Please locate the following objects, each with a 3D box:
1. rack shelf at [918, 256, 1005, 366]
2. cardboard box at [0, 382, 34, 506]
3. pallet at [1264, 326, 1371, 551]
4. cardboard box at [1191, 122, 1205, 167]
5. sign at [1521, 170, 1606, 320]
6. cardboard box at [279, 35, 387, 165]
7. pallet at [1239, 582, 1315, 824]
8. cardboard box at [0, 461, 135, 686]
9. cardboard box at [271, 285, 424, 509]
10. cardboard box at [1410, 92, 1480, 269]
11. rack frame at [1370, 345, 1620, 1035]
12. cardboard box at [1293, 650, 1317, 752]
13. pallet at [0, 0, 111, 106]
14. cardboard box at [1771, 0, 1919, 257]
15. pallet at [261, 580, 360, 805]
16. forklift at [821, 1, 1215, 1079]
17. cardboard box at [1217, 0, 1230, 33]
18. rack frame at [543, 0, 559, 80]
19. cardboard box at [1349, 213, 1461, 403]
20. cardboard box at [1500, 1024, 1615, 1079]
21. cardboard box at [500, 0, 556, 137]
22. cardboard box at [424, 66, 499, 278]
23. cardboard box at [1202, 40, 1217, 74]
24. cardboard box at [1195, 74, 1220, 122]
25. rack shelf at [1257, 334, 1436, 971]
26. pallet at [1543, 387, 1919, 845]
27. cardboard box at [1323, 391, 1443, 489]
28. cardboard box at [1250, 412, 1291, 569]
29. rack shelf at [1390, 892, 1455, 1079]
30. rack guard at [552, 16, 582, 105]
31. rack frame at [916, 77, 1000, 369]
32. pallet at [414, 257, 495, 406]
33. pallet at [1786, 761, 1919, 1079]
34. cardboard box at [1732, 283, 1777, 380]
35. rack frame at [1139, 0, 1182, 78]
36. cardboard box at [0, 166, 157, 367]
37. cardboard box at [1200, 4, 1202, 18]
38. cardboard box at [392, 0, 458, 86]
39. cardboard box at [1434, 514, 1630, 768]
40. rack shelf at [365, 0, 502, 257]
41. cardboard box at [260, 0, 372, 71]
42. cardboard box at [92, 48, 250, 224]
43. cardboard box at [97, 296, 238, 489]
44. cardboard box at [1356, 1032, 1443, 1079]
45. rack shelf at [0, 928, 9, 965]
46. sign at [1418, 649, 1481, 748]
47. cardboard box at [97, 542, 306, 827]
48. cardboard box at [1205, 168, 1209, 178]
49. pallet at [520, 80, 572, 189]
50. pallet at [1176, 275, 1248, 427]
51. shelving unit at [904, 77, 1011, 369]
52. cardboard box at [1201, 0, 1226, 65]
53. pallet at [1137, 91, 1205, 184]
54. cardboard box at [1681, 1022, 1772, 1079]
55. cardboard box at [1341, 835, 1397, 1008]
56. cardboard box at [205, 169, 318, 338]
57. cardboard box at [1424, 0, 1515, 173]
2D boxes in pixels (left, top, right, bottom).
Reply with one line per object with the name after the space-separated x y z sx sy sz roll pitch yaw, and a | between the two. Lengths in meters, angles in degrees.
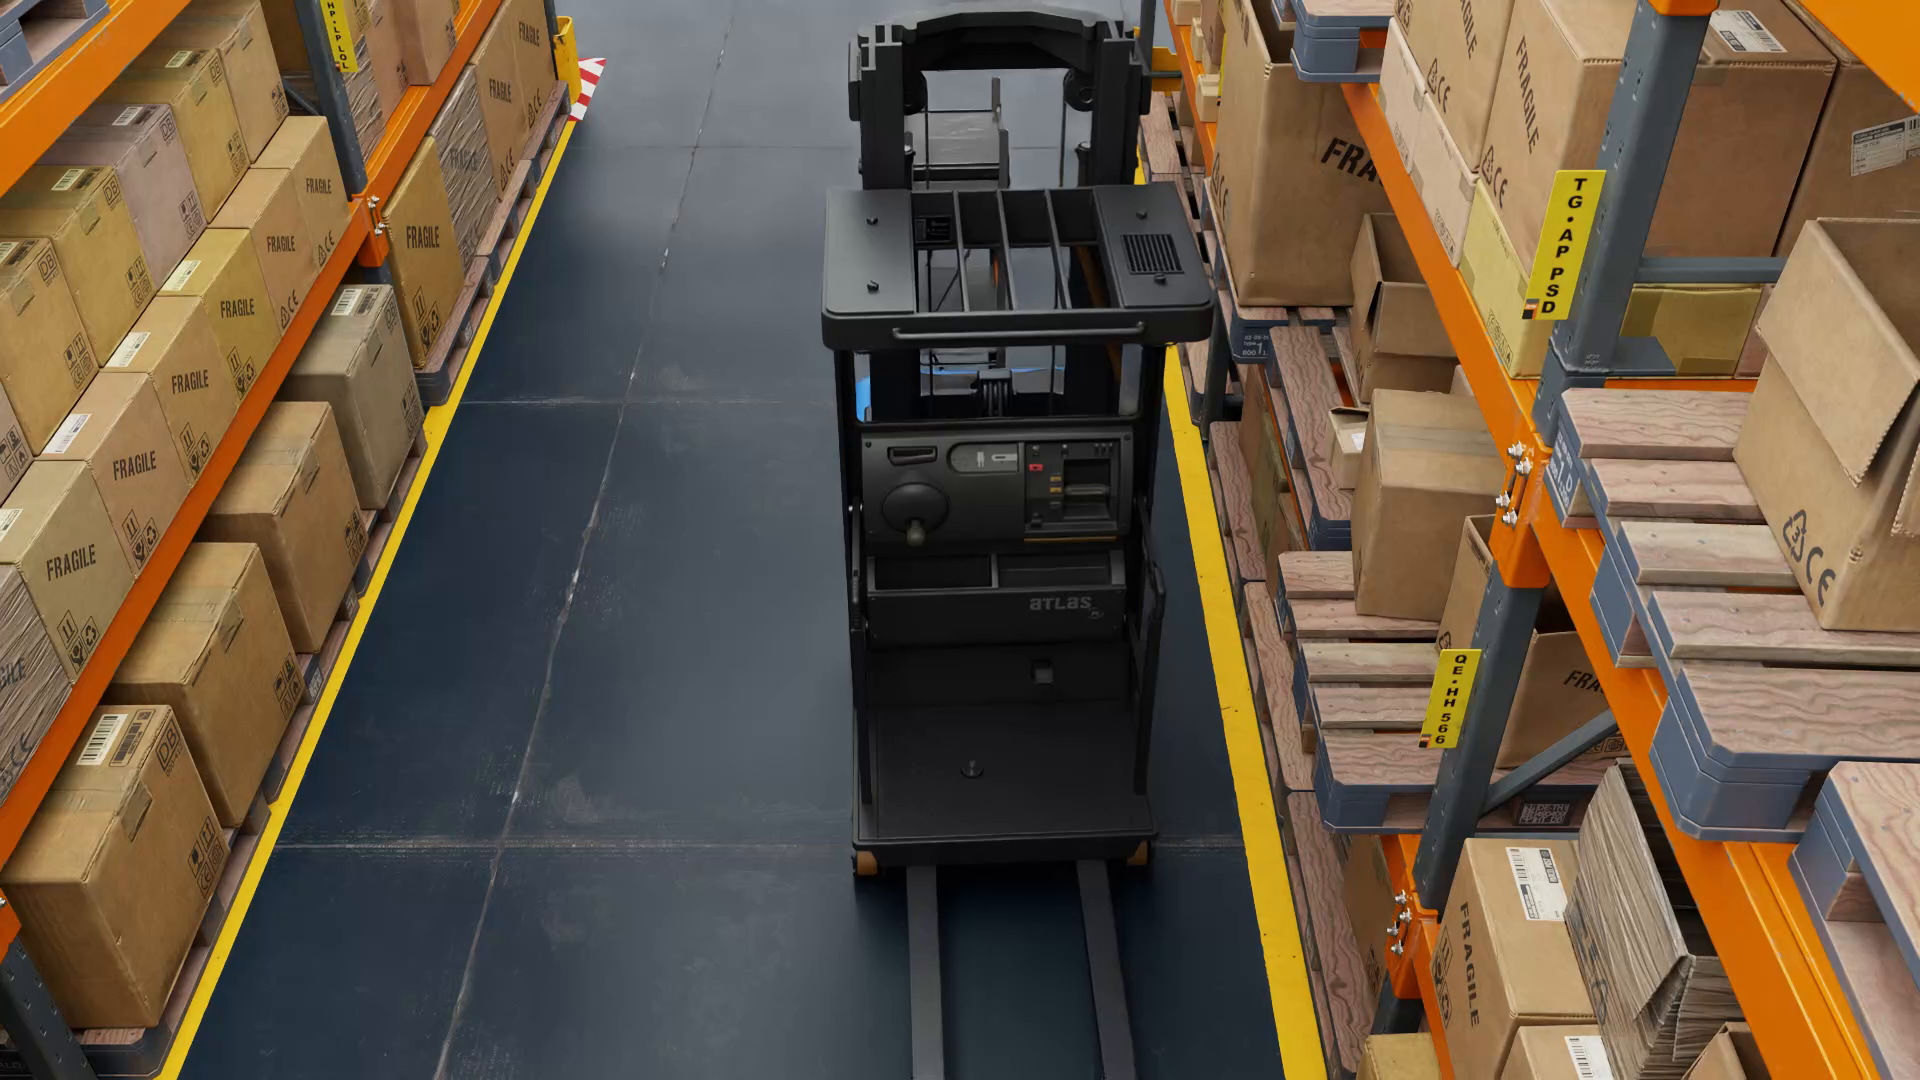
-0.026 -0.881 7.192 0.431 0.518 0.480 -2 39 -2 | rack shelf
-3.228 -0.286 4.828 0.700 0.500 0.500 -1 39 -1 | cardboard box
1.681 -0.363 5.958 1.003 0.211 1.213 0 39 0 | pallet
1.734 -2.627 10.292 0.500 0.500 0.500 10 40 12 | cardboard box
1.182 -0.573 3.254 0.100 0.325 0.005 0 39 0 | sign
-3.253 -2.050 7.790 0.875 0.550 0.550 0 39 0 | cardboard box
1.726 0.639 6.784 1.003 0.211 1.213 0 39 0 | pallet
-2.970 0.103 5.143 0.500 0.500 0.500 0 39 0 | cardboard box
-3.150 -0.659 7.637 1.050 0.750 0.750 0 39 0 | cardboard box
1.464 -0.919 4.220 0.500 0.250 0.500 0 39 0 | cardboard box
1.724 0.800 4.353 1.000 3.000 0.127 0 39 0 | rack frame
1.683 0.483 6.395 0.700 0.500 0.500 3 39 4 | cardboard box
-3.294 -1.458 4.923 1.003 0.211 1.213 2 39 2 | pallet
1.981 -0.899 3.594 0.500 0.500 0.500 0 39 0 | cardboard box
-3.160 0.574 6.864 1.003 0.211 1.213 0 39 0 | pallet
0.143 -0.107 5.539 1.130 2.935 3.031 -2 39 -2 | forklift
1.444 -2.528 7.388 0.500 0.500 0.500 0 39 0 | cardboard box
-3.245 -4.262 10.670 1.000 3.000 0.127 0 39 0 | rack frame
1.814 -0.822 5.958 0.797 0.503 0.637 4 39 5 | cardboard box
1.456 1.388 3.540 0.500 0.500 0.500 -1 39 -1 | cardboard box
-3.178 -3.173 10.674 0.875 0.875 0.875 0 39 0 | cardboard box
-3.176 -2.053 9.276 0.875 0.875 0.875 0 39 0 | cardboard box
1.474 -2.519 8.696 0.380 0.149 0.250 0 39 0 | cardboard box
1.383 -2.207 8.306 0.380 0.149 0.250 0 39 0 | cardboard box
1.722 -0.170 6.139 1.077 0.370 4.000 0 39 0 | rack shelf
1.778 0.106 2.972 1.213 0.211 1.003 2 39 2 | pallet
1.452 -0.354 5.565 0.396 0.266 0.258 -1 39 -1 | cardboard box
1.681 -0.215 7.267 0.700 0.500 0.500 0 39 0 | cardboard box
1.727 2.331 3.017 1.077 0.370 4.000 0 39 0 | rack shelf
-3.245 -3.302 11.471 1.175 0.500 0.348 0 39 0 | rack guard
-0.037 -1.044 7.374 0.400 2.100 0.015 -2 39 -2 | rack frame
-3.163 -1.148 9.014 1.003 0.211 1.213 0 39 0 | pallet
1.782 0.805 2.099 1.003 0.211 1.213 2 39 2 | pallet
1.978 -0.606 3.829 0.500 0.250 0.500 1 39 1 | cardboard box
1.715 -4.203 10.596 1.000 3.000 0.127 0 39 0 | rack frame
-3.232 -0.926 5.628 0.700 0.500 0.500 0 39 0 | cardboard box
1.515 -2.832 9.086 0.380 0.149 0.250 0 39 0 | cardboard box
-3.159 -2.732 8.640 0.875 0.550 0.550 0 39 0 | cardboard box
1.684 0.260 4.612 0.500 0.500 0.500 -5 39 -6 | cardboard box
-3.243 -2.731 9.334 1.077 0.370 4.000 0 39 0 | rack shelf
-3.206 -2.472 7.452 0.875 0.550 0.550 0 39 0 | cardboard box
-3.231 -1.558 6.416 0.700 0.500 0.500 -1 39 -1 | cardboard box
-2.968 -0.524 5.926 0.500 0.500 0.500 0 39 -1 | cardboard box
1.704 1.897 4.348 1.225 0.875 0.875 -2 39 -2 | cardboard box
-3.233 2.272 3.092 1.077 0.370 4.000 0 39 0 | rack shelf
1.182 0.385 4.008 0.100 0.325 0.005 0 39 0 | sign
-3.151 0.527 6.157 1.050 0.750 0.750 1 39 1 | cardboard box
1.672 -1.886 9.368 0.500 0.500 0.500 -3 39 -4 | cardboard box
-3.166 -2.674 10.918 1.003 0.211 1.213 0 39 0 | pallet
1.684 -1.033 8.870 1.003 0.211 1.213 0 39 0 | pallet
-0.026 -0.892 7.184 0.431 2.100 0.503 -2 39 -2 | shelving unit
1.714 -2.763 8.482 0.875 0.500 0.500 0 39 0 | cardboard box
1.681 -2.559 10.774 1.003 0.211 1.213 0 39 0 | pallet
1.707 1.234 2.929 0.797 0.503 0.637 1 39 1 | cardboard box
1.704 1.185 5.520 0.700 0.500 0.500 -2 39 -2 | cardboard box
-2.972 -1.158 6.716 0.500 0.500 0.500 0 39 -1 | cardboard box
1.462 -1.223 4.000 0.500 0.500 0.500 0 39 0 | cardboard box
